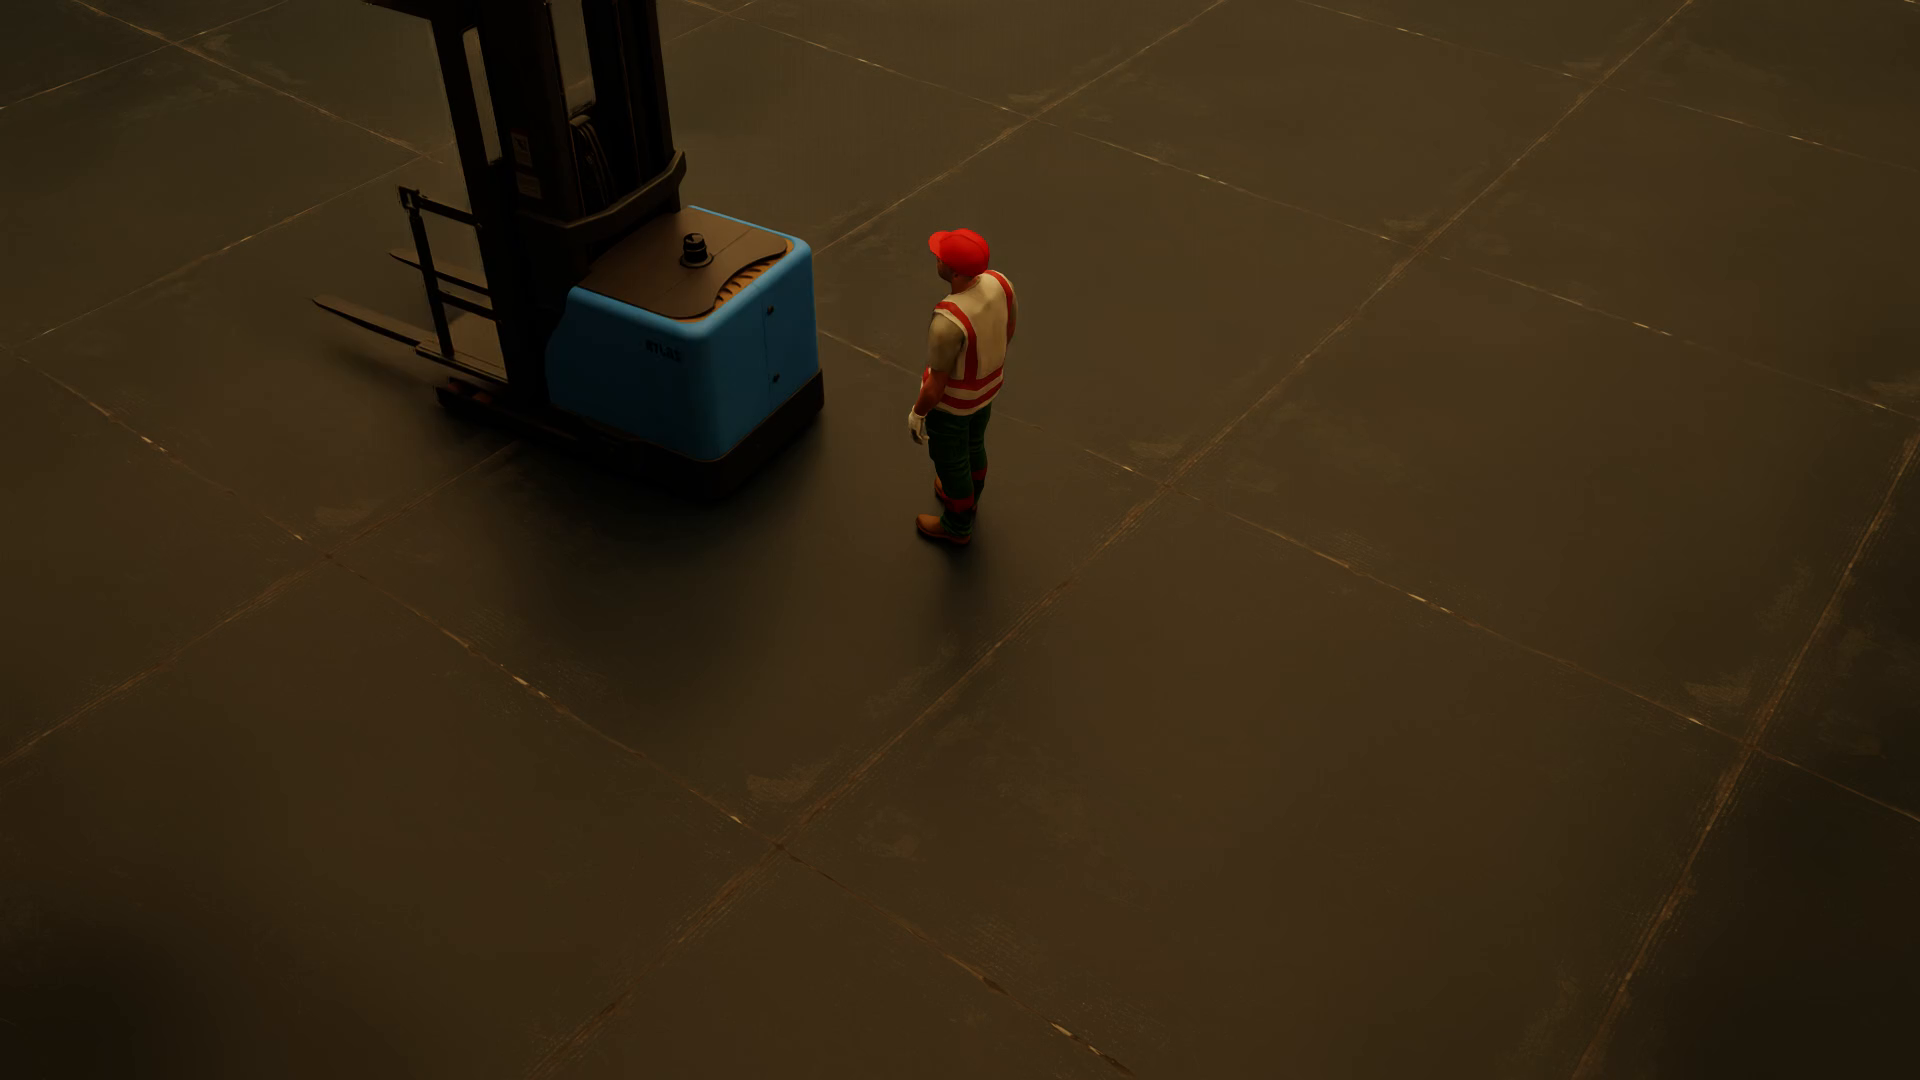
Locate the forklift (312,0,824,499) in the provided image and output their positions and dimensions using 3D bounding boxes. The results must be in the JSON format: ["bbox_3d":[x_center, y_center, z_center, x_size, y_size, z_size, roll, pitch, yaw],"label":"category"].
[{"bbox_3d":[-2.276,-2.031,8.456,3.031,2.935,1.130,21,45,23],"label":"forklift"}]

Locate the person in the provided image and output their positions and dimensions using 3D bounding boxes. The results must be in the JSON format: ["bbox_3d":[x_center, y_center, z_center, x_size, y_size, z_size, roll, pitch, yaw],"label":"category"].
[{"bbox_3d":[-0.056,-0.725,7.793,0.562,1.787,0.637,26,47,28],"label":"person"}]
